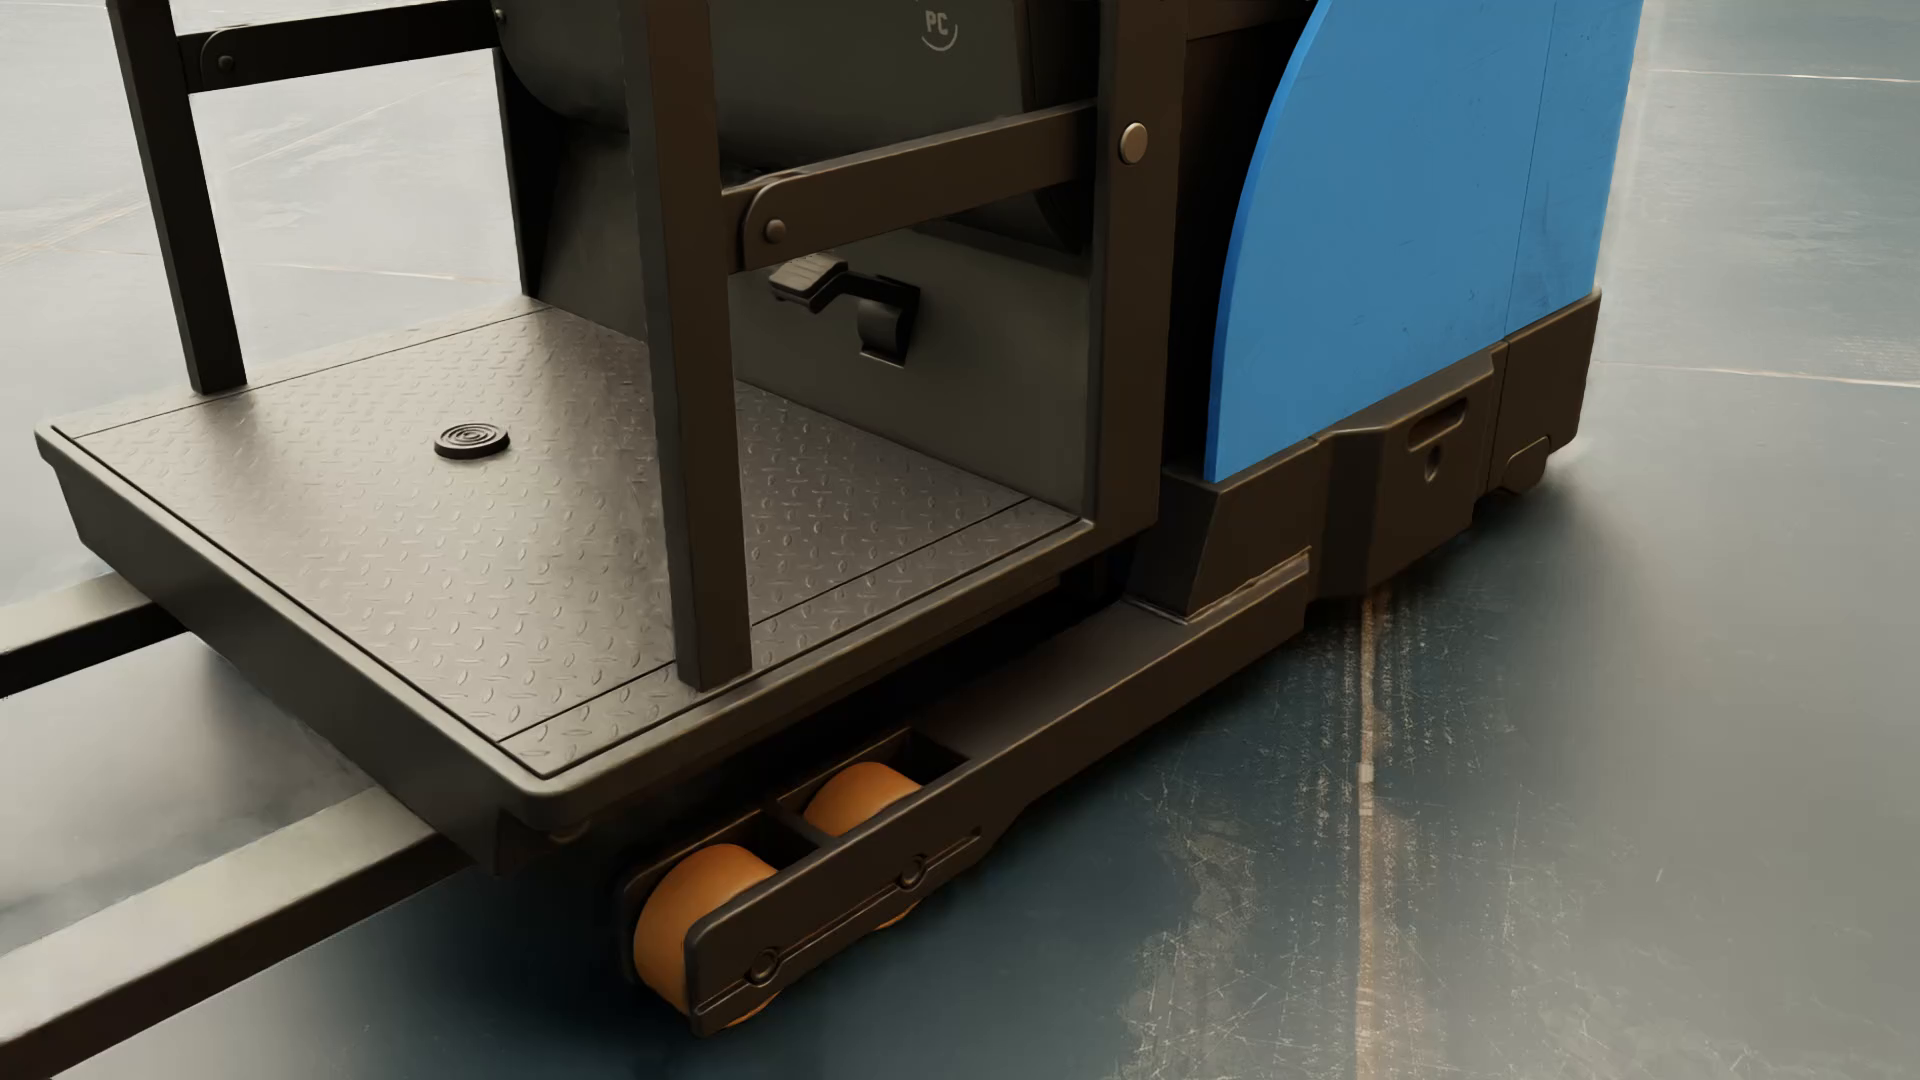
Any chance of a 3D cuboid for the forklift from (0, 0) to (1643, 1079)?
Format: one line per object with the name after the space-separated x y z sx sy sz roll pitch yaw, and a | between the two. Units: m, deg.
-0.387 -1.109 1.444 1.130 2.935 3.031 24 35 38 | forklift
